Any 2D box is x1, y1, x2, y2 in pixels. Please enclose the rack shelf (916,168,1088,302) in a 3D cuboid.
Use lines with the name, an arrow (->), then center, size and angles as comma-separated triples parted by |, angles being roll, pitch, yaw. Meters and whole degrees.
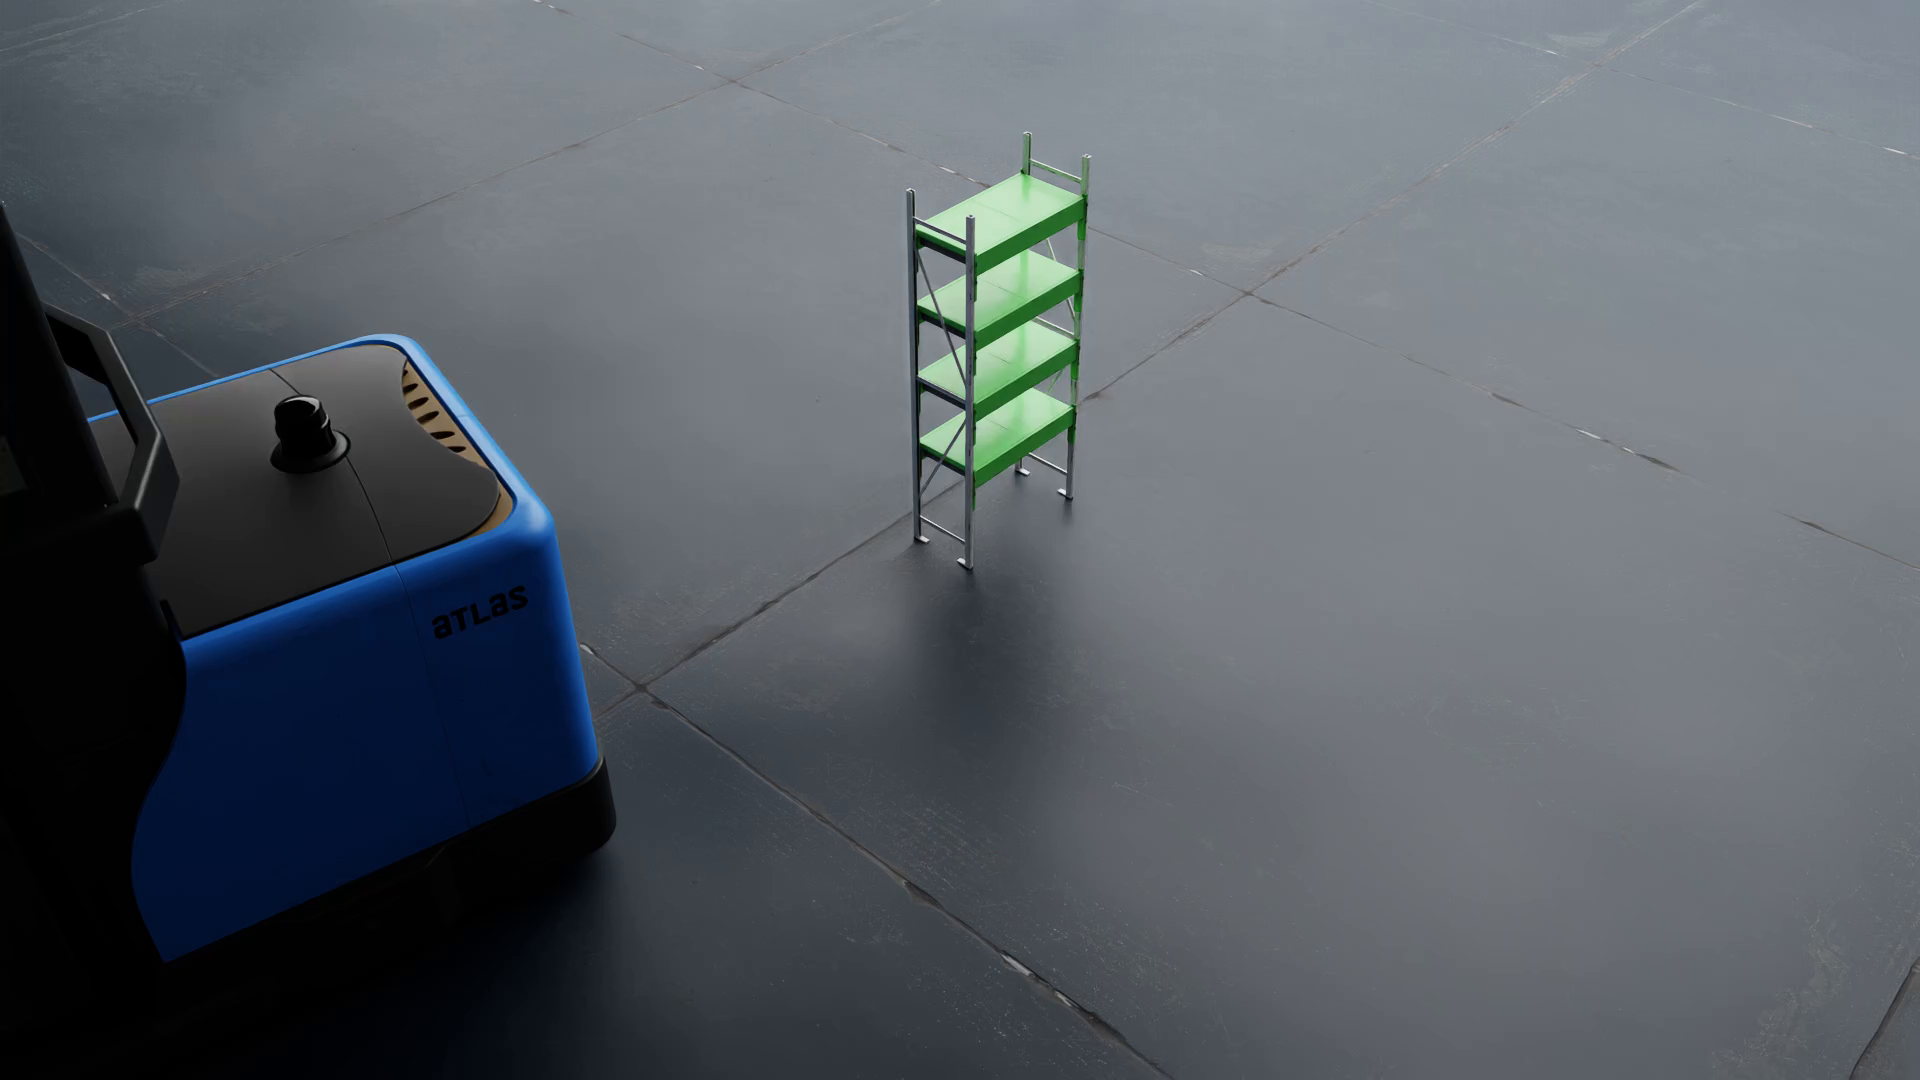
rack shelf -> 0.112, -0.871, 4.713 | 0.258, 0.148, 0.480 | 30, 47, 32

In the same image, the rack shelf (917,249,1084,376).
rack shelf -> 0.112, -0.683, 4.863 | 0.258, 0.148, 0.480 | 30, 47, 32

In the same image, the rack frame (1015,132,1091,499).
rack frame -> 0.276, -0.658, 5.113 | 0.240, 1.200, 0.015 | 30, 47, 32

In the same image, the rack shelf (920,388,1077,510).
rack shelf -> 0.112, -0.308, 5.161 | 0.258, 0.148, 0.480 | 30, 47, 32

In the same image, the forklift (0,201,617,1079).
forklift -> -2.382, -0.094, 3.013 | 3.031, 2.935, 1.130 | -23, 44, -26

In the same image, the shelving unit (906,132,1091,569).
shelving unit -> 0.112, -0.546, 4.972 | 0.258, 1.200, 0.503 | 30, 47, 32

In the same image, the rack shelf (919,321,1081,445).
rack shelf -> 0.112, -0.496, 5.012 | 0.258, 0.148, 0.480 | 30, 47, 32

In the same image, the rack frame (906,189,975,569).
rack frame -> -0.053, -0.434, 4.831 | 0.240, 1.200, 0.015 | 30, 47, 32
